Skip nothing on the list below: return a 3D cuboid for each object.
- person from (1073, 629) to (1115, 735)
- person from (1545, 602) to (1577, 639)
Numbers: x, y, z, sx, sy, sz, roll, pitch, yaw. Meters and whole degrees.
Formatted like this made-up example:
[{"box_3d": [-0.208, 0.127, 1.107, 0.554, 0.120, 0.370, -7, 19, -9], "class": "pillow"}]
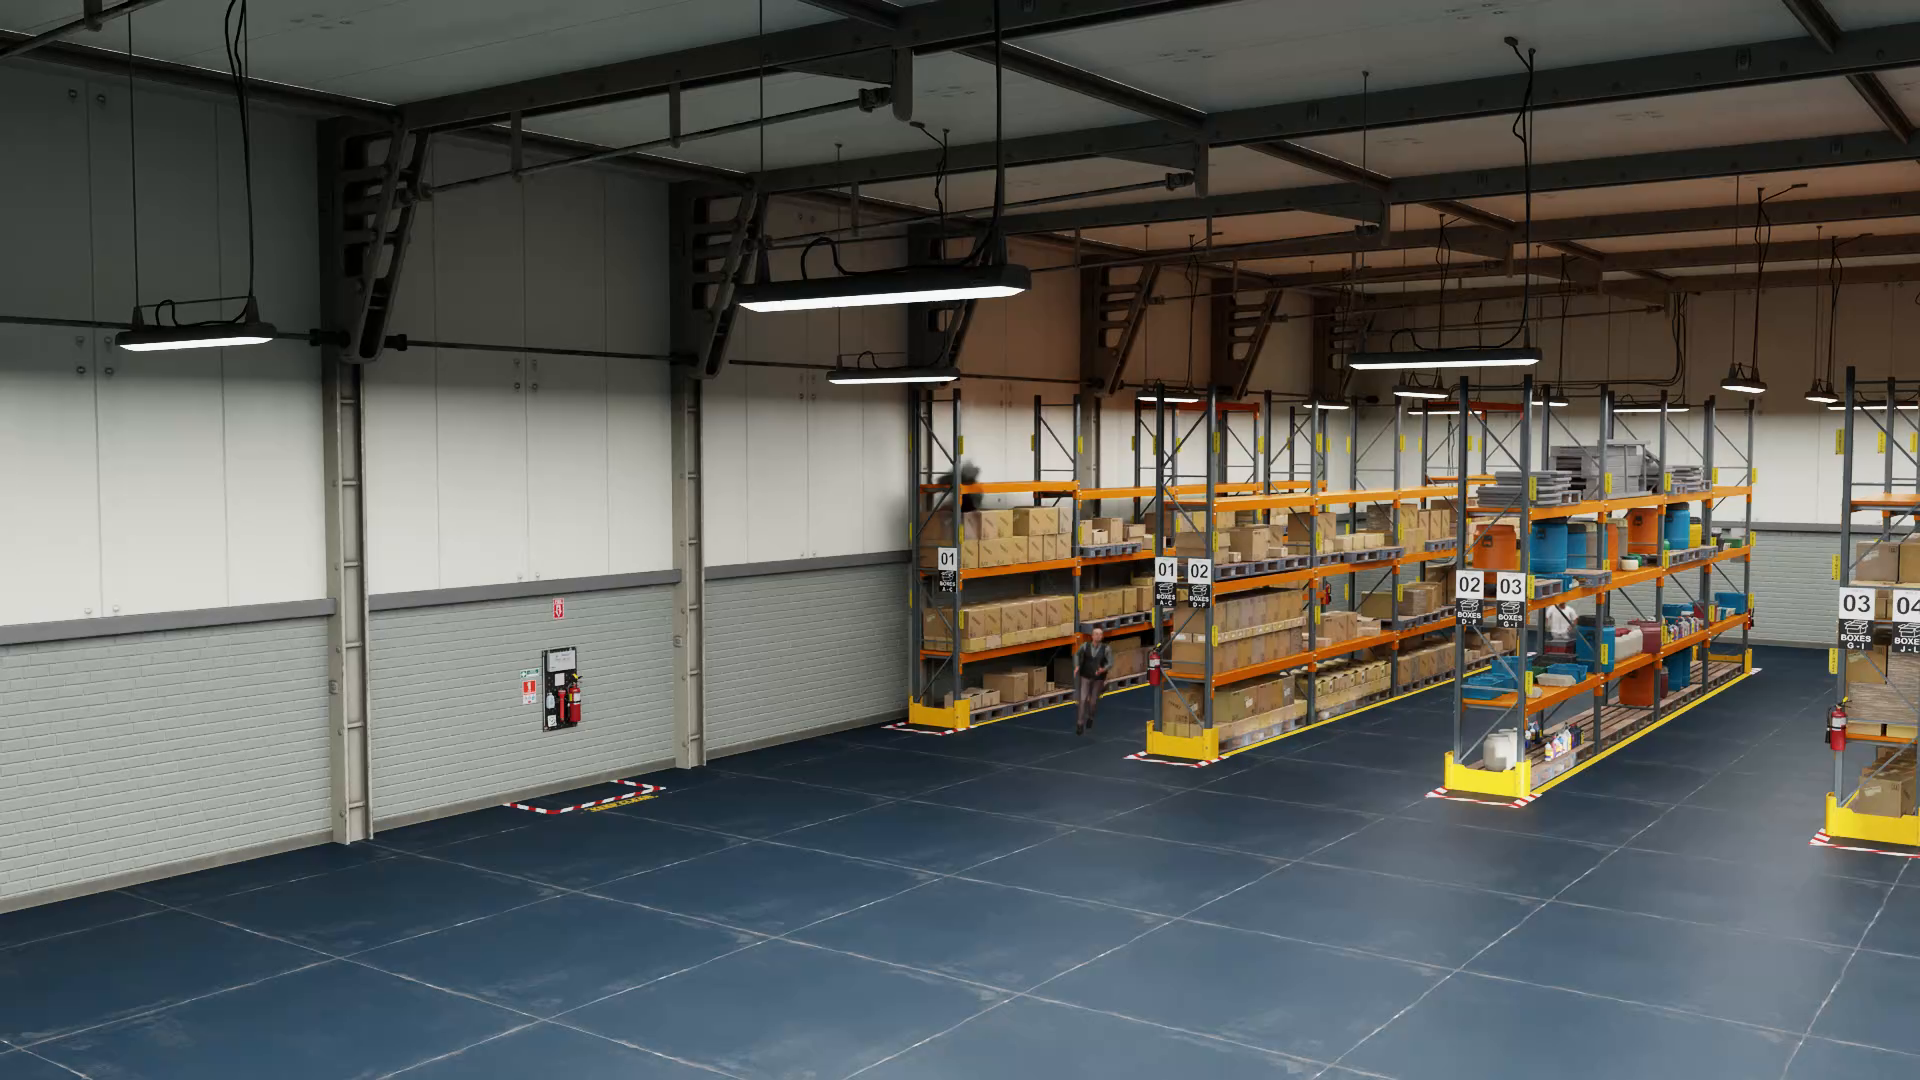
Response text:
[{"box_3d": [2.215, 2.321, 27.567, 0.694, 1.721, 0.790, 0, 3, 9], "class": "person"}, {"box_3d": [13.317, 2.043, 36.883, 0.713, 1.712, 0.586, 1, 4, 22], "class": "person"}]
